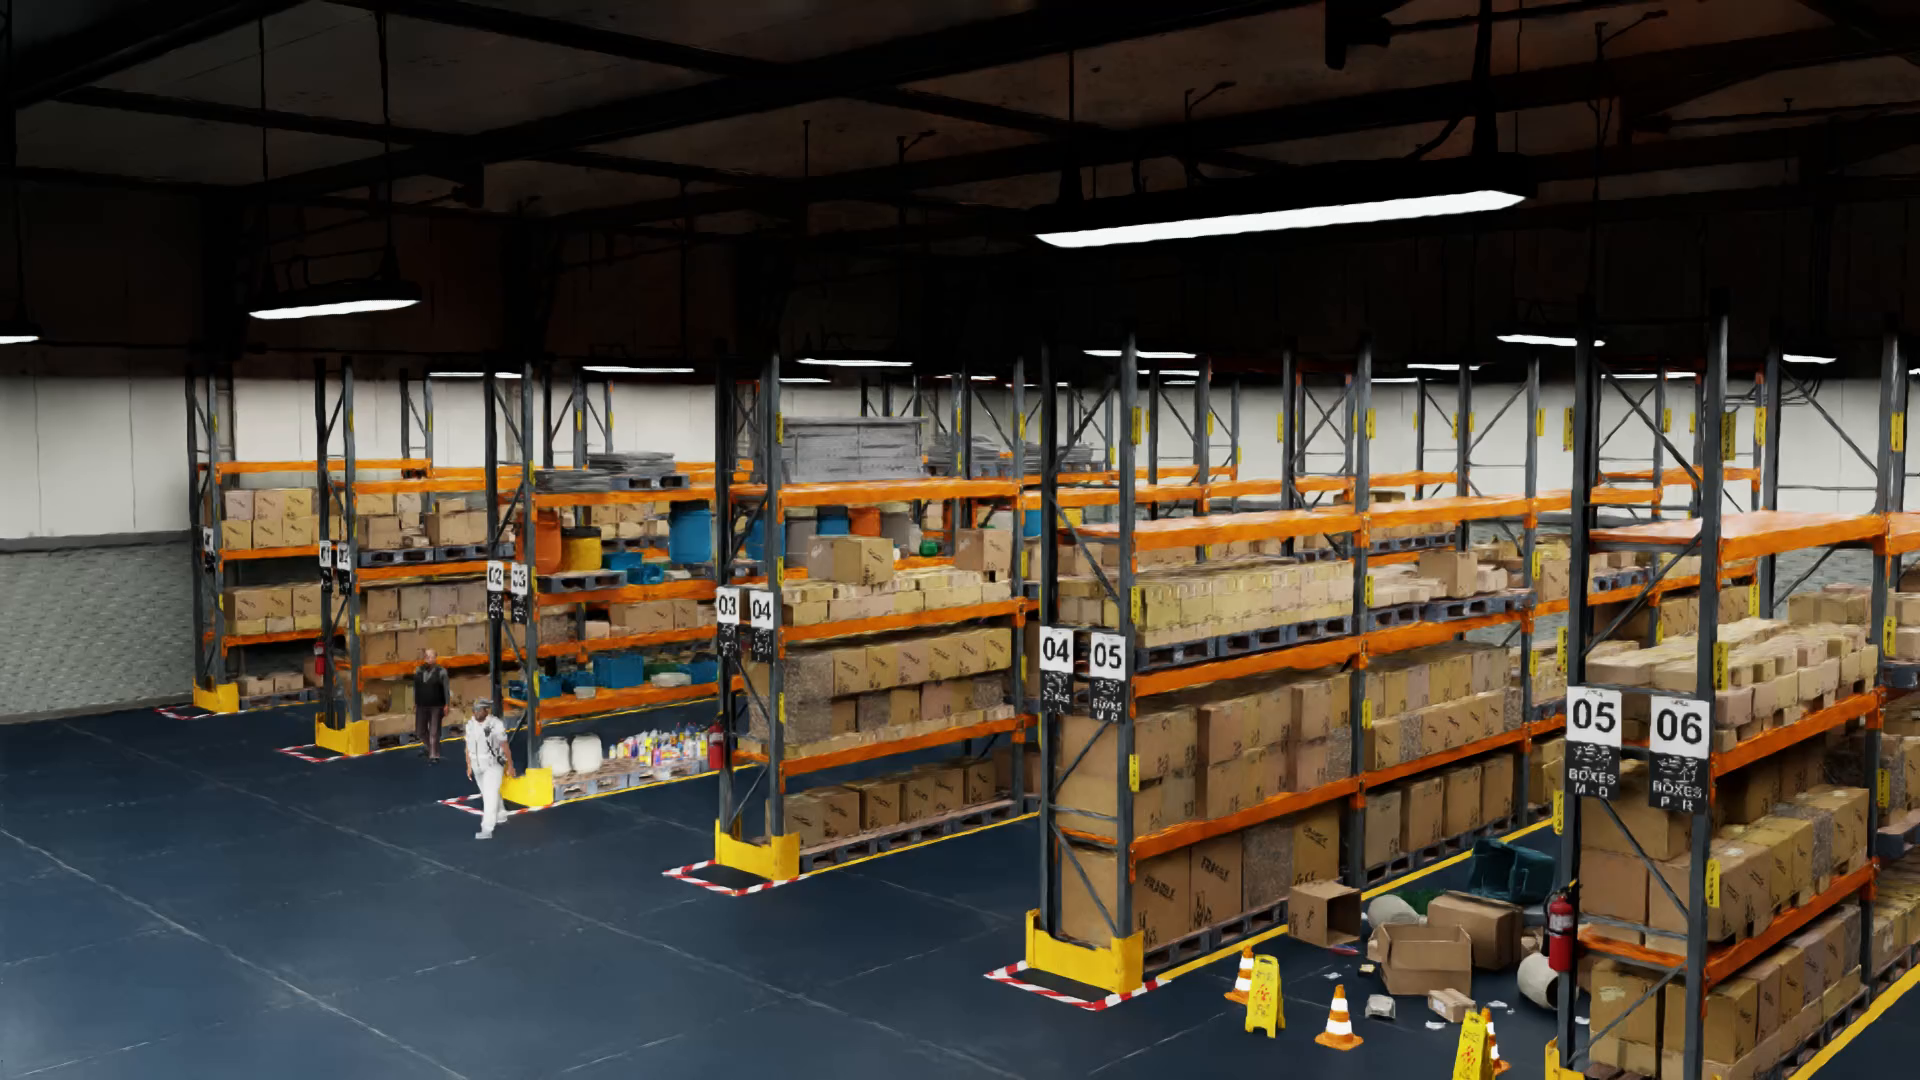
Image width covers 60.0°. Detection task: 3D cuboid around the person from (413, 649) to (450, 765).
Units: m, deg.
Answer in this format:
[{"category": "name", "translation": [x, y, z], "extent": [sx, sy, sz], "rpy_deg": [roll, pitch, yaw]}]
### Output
[{"category": "person", "translation": [-7.778, 2.437, 24.527], "extent": [0.580, 1.709, 0.542], "rpy_deg": [1, 4, 8]}]

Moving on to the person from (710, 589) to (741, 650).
[{"category": "person", "translation": [-4.872, 1.729, 34.166], "extent": [0.502, 1.625, 0.997], "rpy_deg": [4, 6, 43]}]

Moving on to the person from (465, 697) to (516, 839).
[{"category": "person", "translation": [-5.811, 2.752, 20.403], "extent": [0.586, 1.711, 0.972], "rpy_deg": [2, 5, 21]}]
